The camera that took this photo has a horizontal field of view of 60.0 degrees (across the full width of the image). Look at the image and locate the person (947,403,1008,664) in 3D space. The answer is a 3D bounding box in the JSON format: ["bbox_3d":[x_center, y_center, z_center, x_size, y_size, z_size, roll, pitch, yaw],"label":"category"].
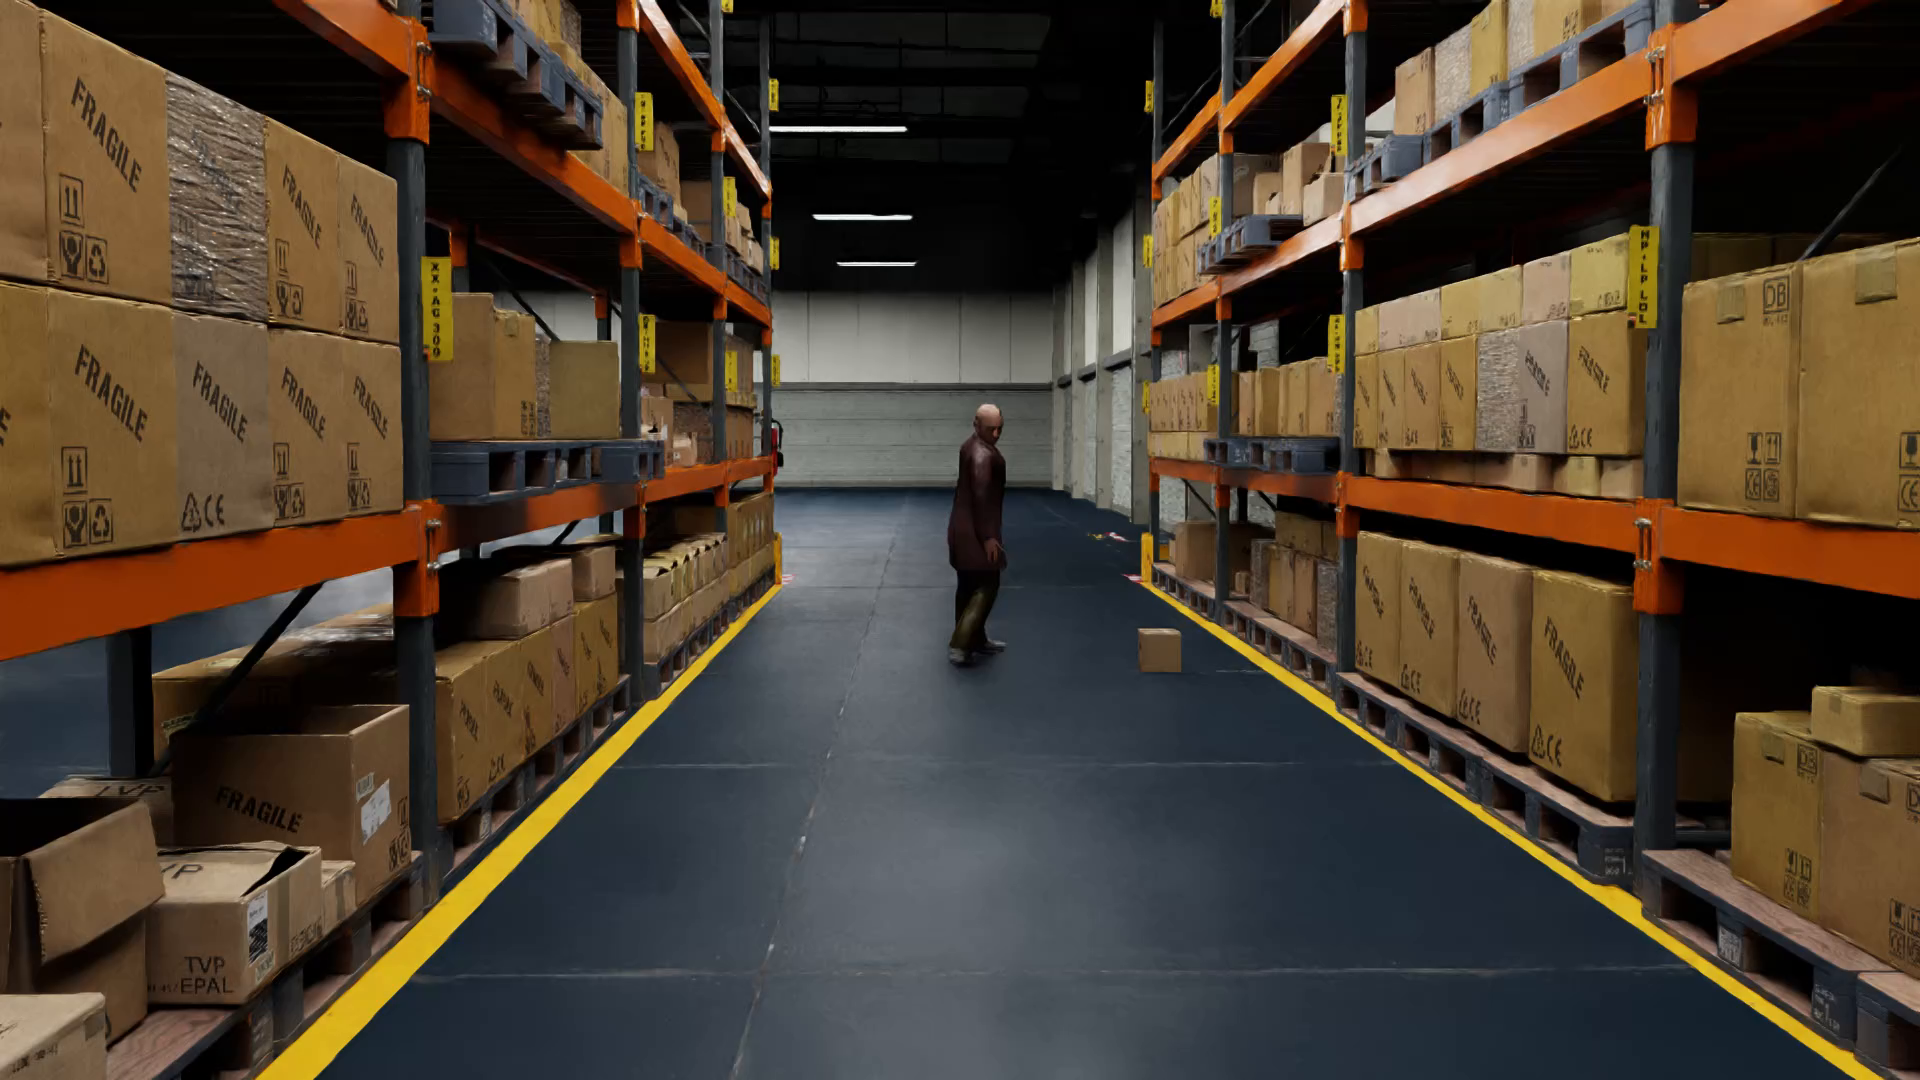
[{"bbox_3d":[0.132,0.037,11.167,0.665,1.554,0.695,-2,4,-26],"label":"person"}]
